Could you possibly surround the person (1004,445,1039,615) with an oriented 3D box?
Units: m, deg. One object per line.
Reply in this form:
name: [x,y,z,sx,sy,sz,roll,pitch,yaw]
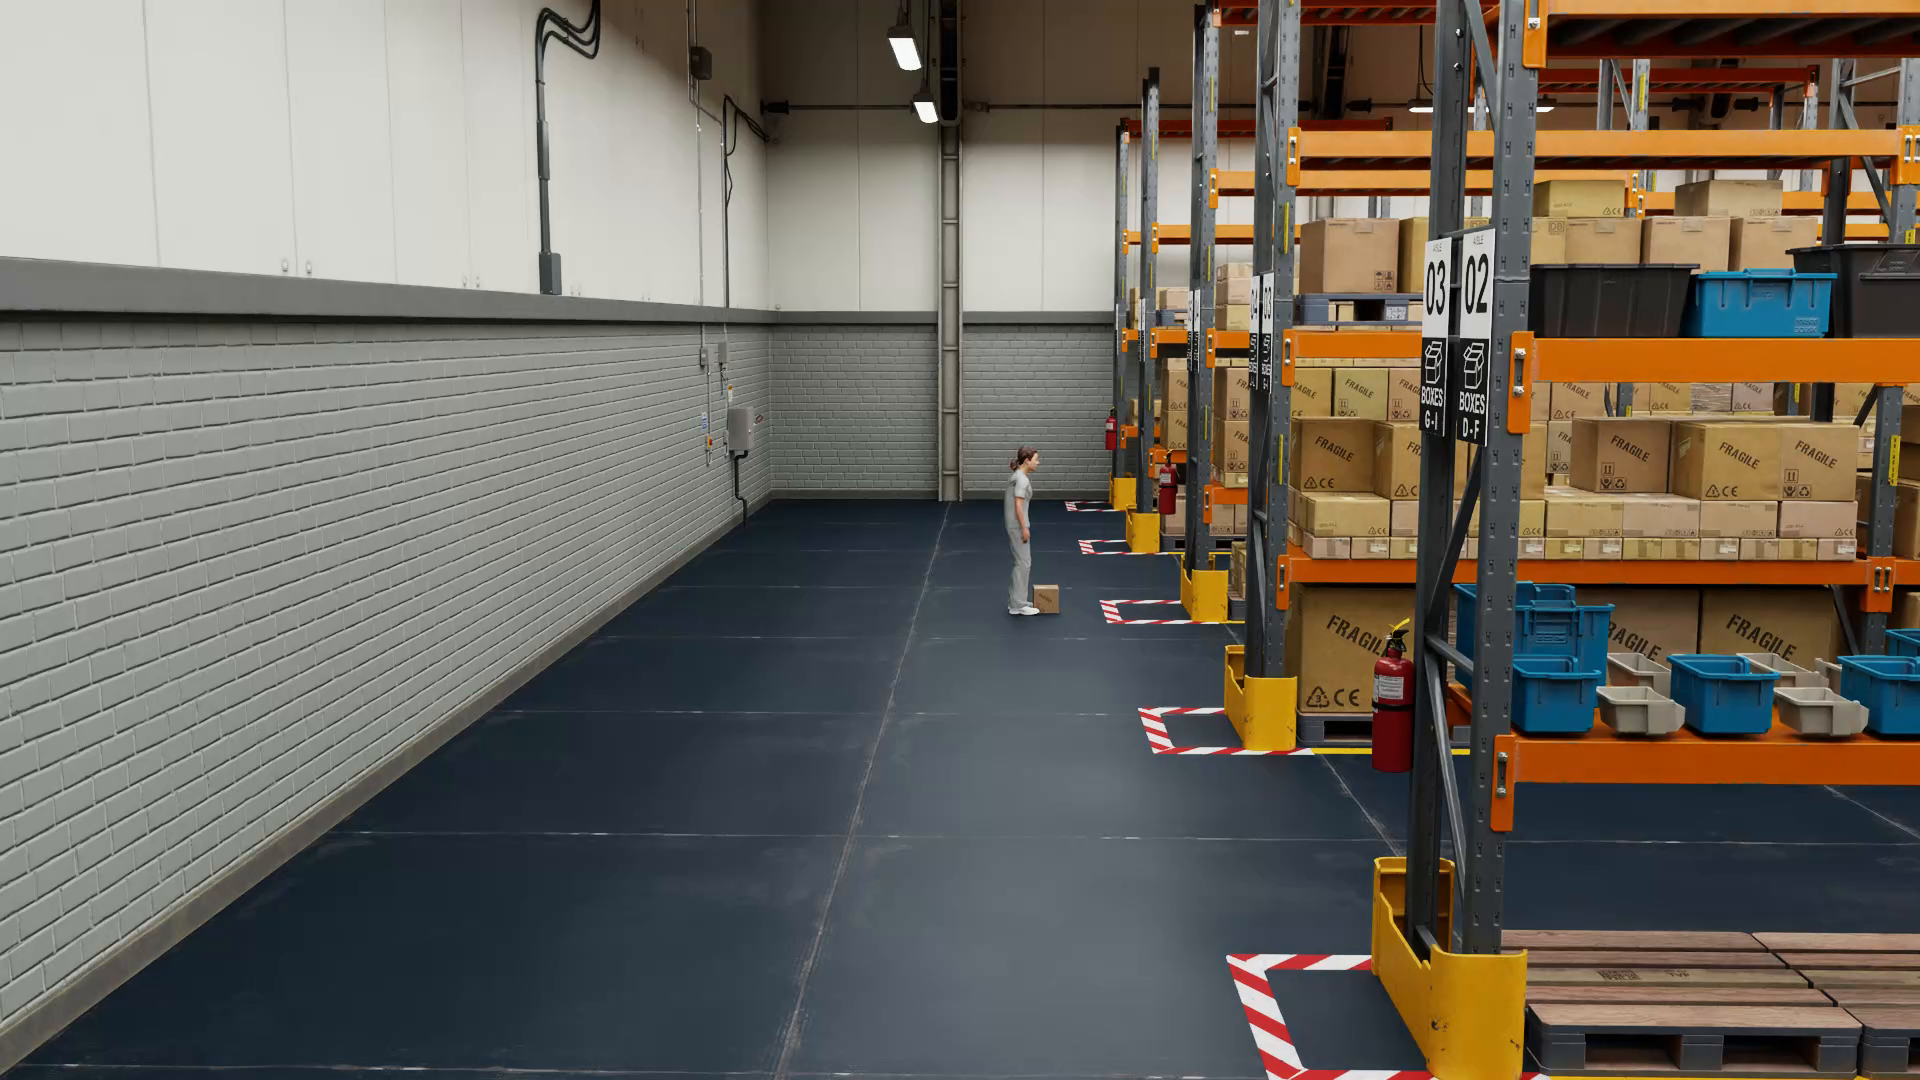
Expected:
person: [0.616,-0.110,16.641,0.352,1.673,0.494,0,7,1]
